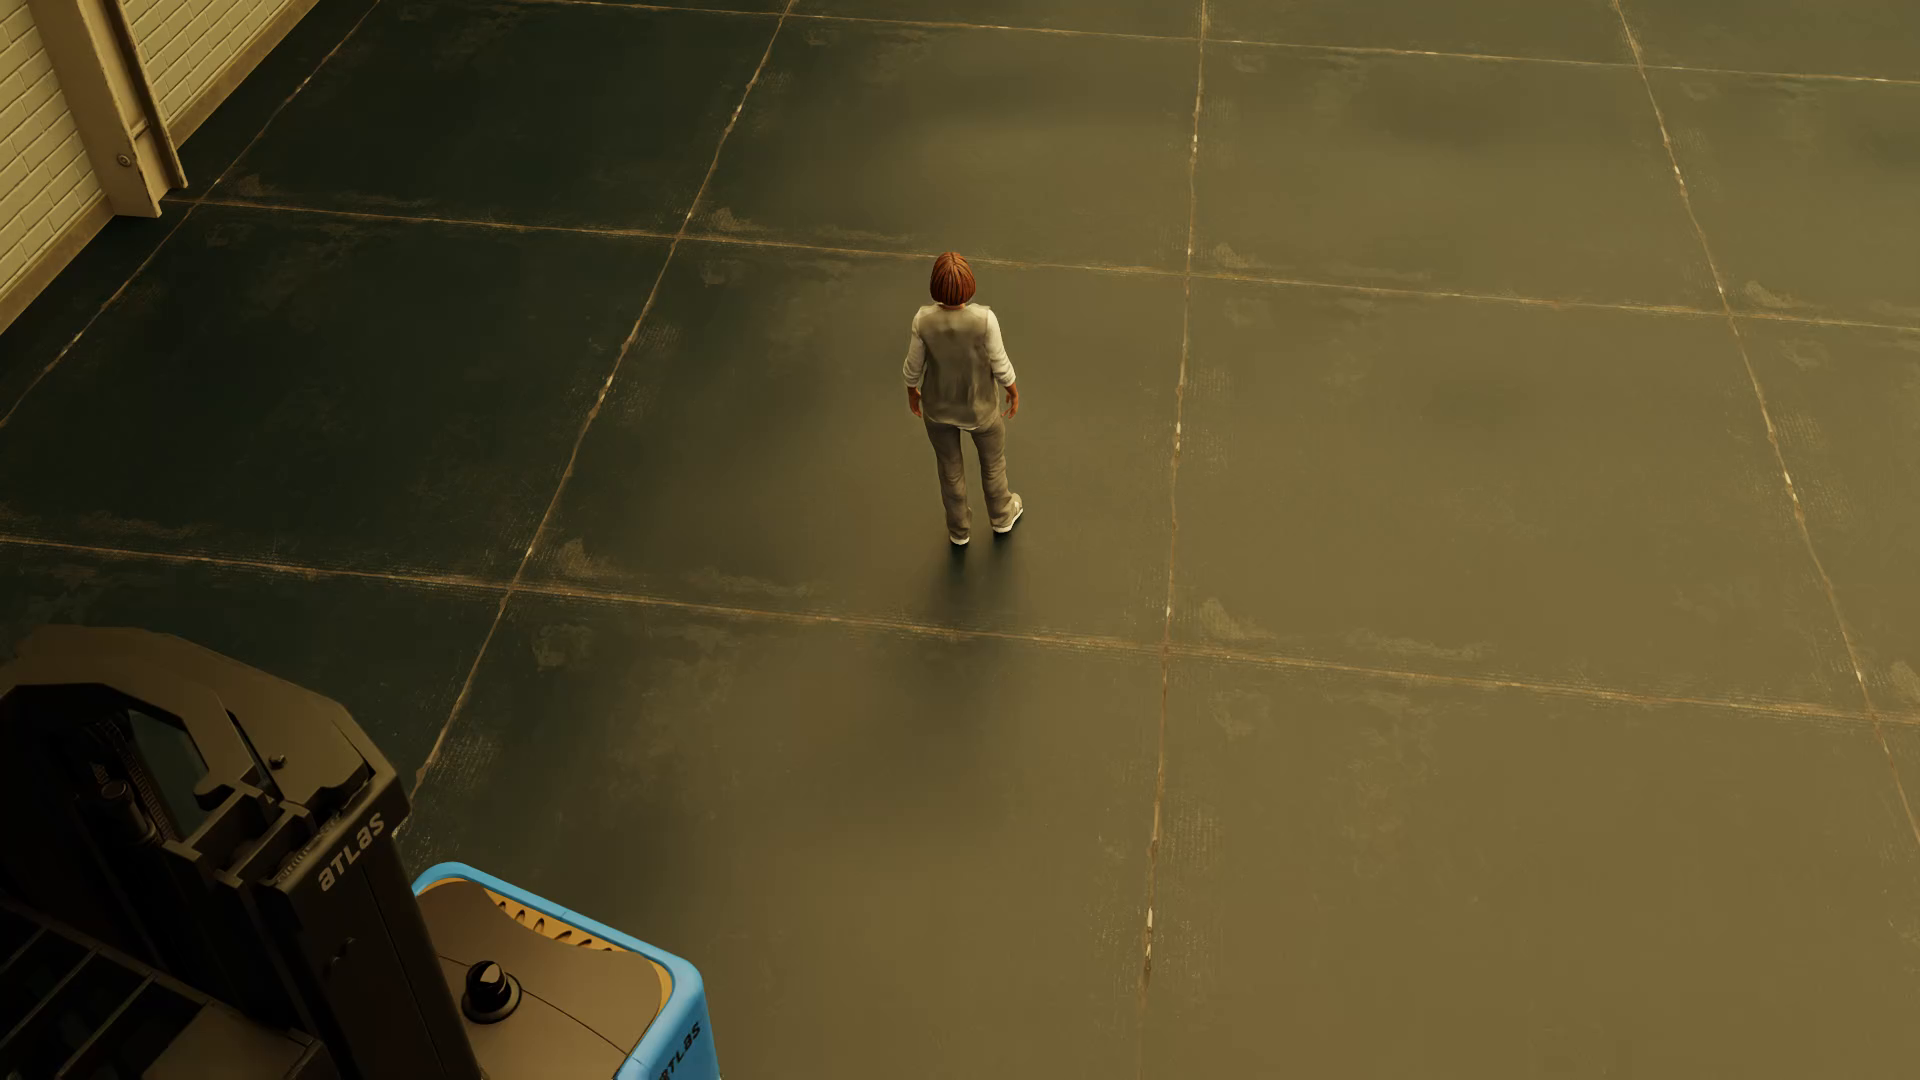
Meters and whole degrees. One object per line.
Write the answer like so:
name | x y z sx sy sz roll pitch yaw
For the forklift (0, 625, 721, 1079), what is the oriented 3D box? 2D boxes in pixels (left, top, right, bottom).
forklift | -1.835 1.743 3.827 1.130 2.935 3.031 18 45 18

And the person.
person | 0.024 -0.642 7.399 0.520 1.599 0.473 5 43 6
